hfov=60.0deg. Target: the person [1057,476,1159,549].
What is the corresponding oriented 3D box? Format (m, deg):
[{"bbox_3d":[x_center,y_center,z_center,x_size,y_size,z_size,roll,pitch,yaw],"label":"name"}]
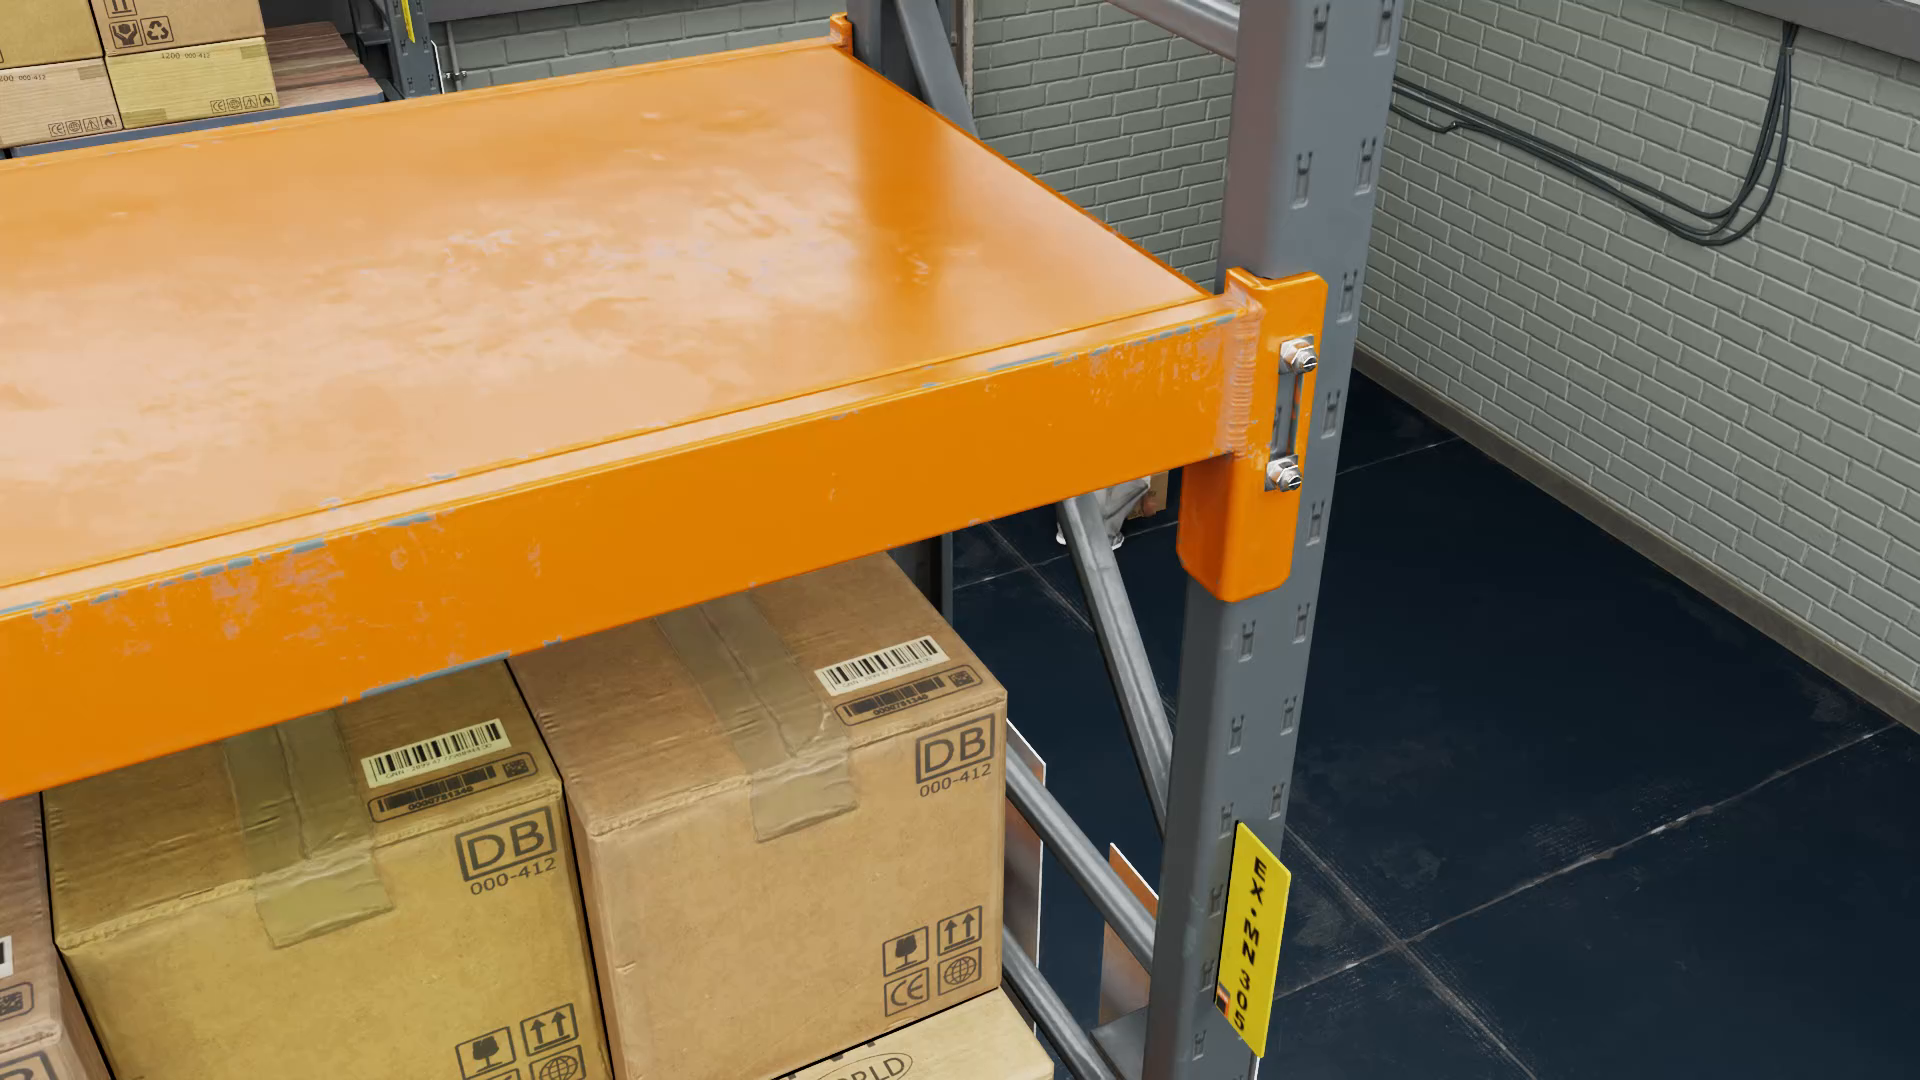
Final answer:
[{"bbox_3d":[0.791,-0.422,8.921,0.427,0.865,0.883,20,39,28],"label":"person"}]
